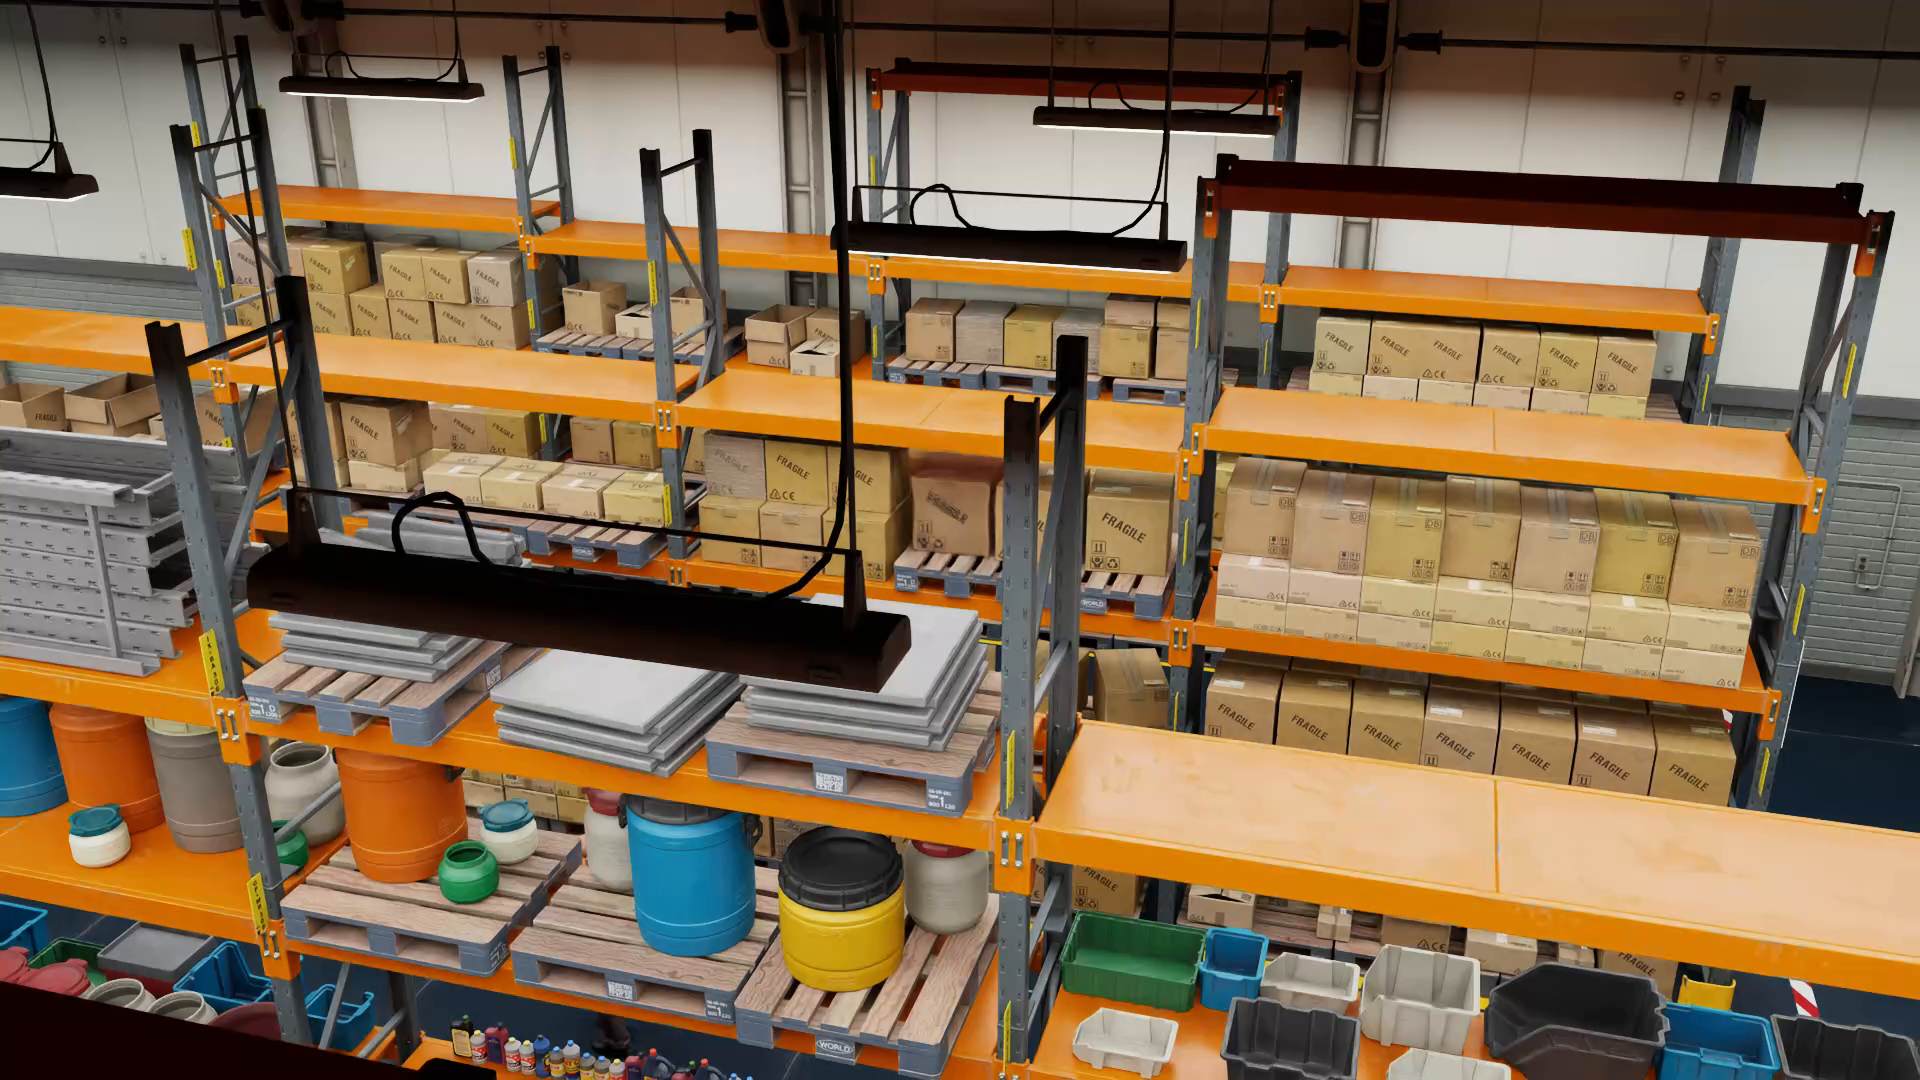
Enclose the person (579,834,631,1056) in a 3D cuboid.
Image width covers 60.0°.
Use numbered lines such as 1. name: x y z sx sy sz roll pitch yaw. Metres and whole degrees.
1. person: -2.607 2.805 11.746 0.669 1.714 0.585 15 27 32
